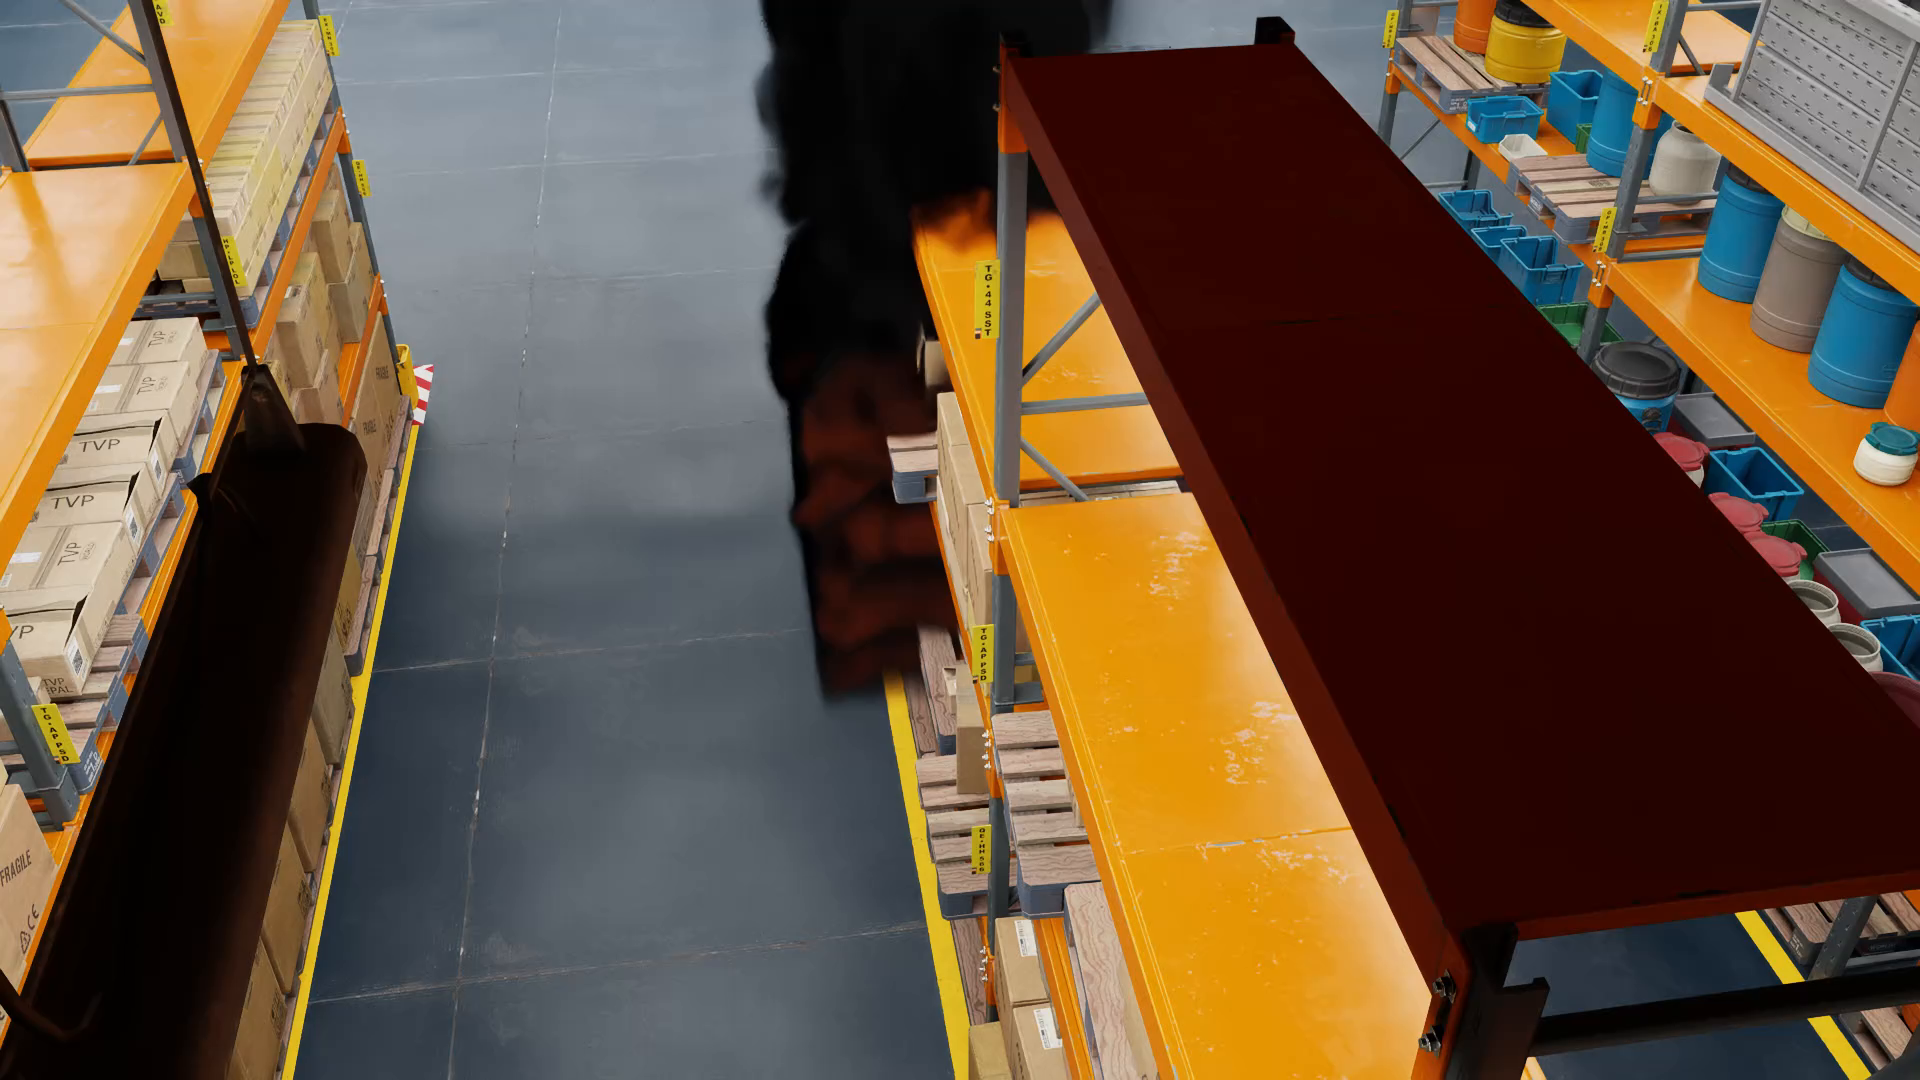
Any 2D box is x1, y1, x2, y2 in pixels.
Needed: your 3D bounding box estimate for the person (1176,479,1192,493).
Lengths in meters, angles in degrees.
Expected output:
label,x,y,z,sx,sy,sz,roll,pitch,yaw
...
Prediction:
label,x,y,z,sx,sy,sz,roll,pitch,yaw
person,1.554,-0.426,12.069,0.711,1.780,0.923,-8,37,-11
